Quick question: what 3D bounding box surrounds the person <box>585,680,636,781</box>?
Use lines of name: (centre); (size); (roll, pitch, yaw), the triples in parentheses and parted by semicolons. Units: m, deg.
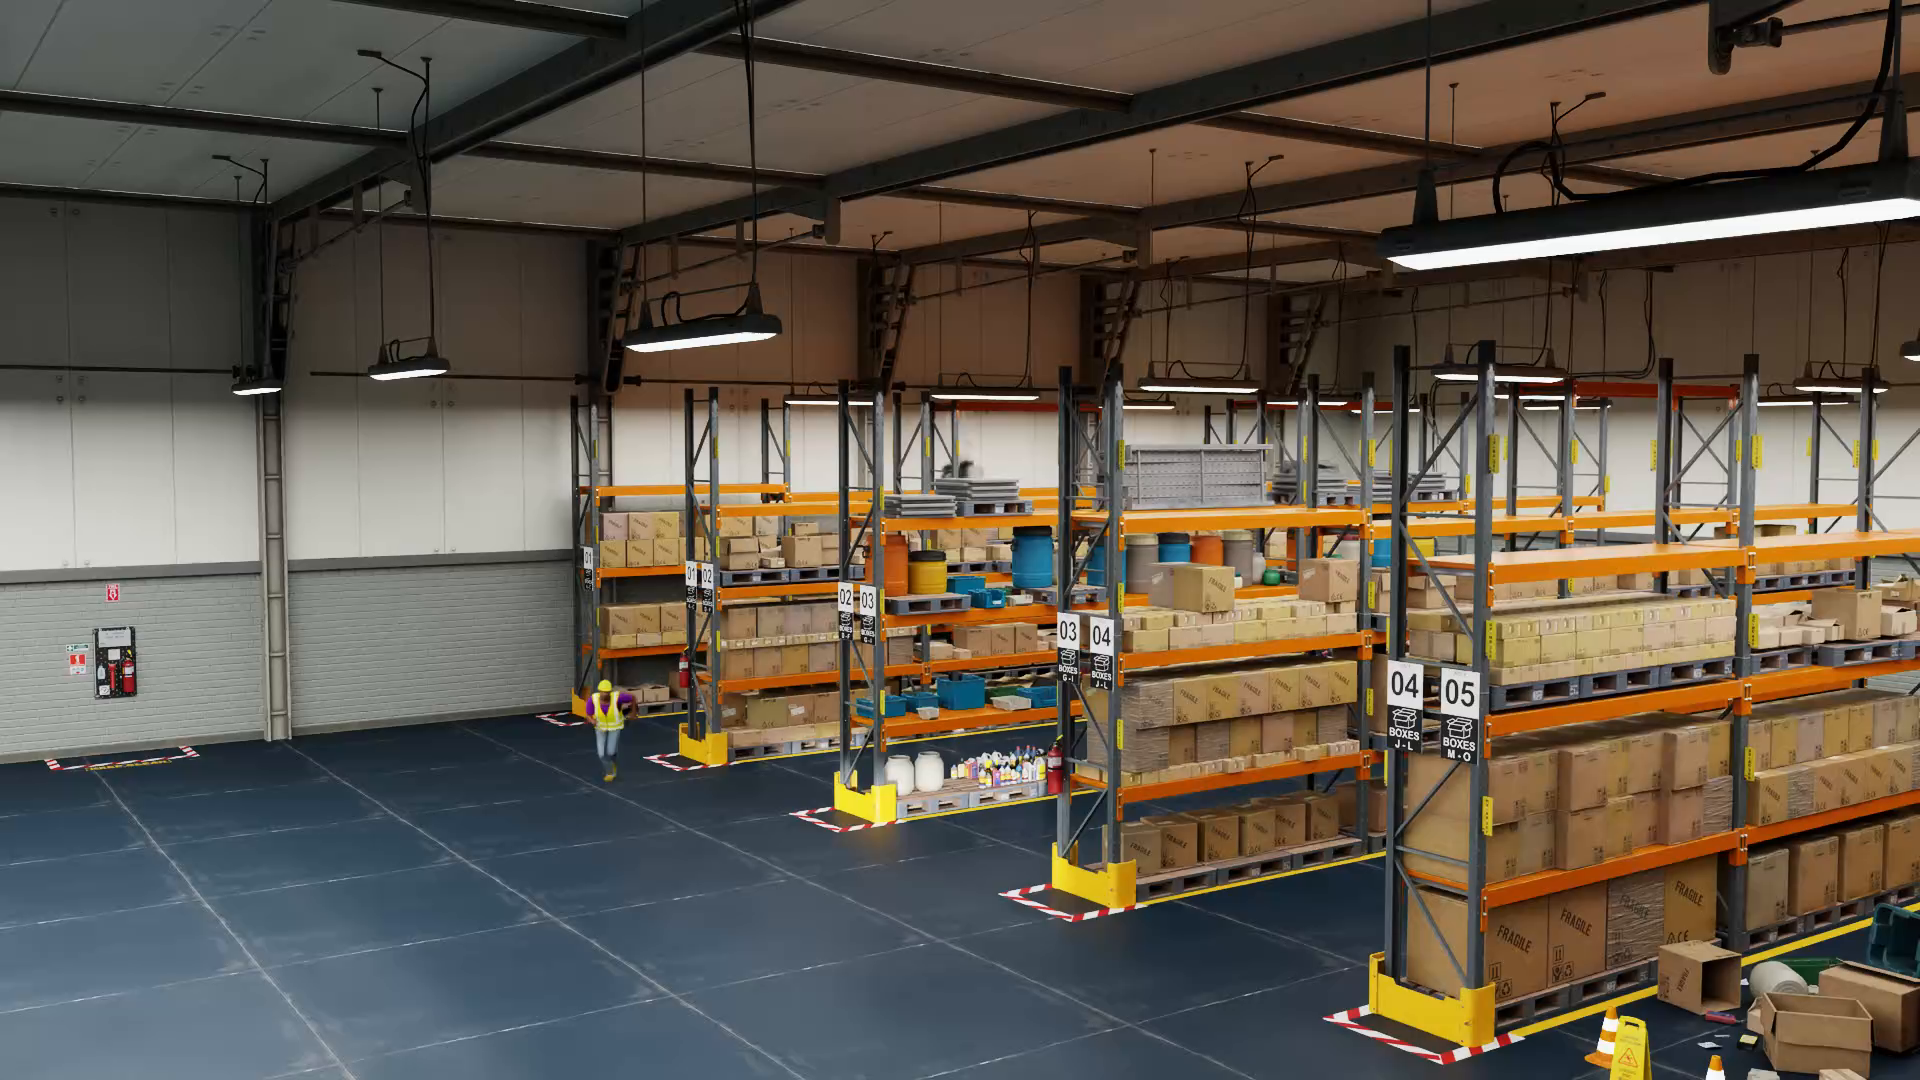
person: (-5.241, 2.864, 24.962); (0.726, 1.602, 0.851); (0, 3, -3)

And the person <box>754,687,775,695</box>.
person: (-3.446, 2.599, 29.739); (0.809, 1.619, 0.605); (-3, 5, -43)
